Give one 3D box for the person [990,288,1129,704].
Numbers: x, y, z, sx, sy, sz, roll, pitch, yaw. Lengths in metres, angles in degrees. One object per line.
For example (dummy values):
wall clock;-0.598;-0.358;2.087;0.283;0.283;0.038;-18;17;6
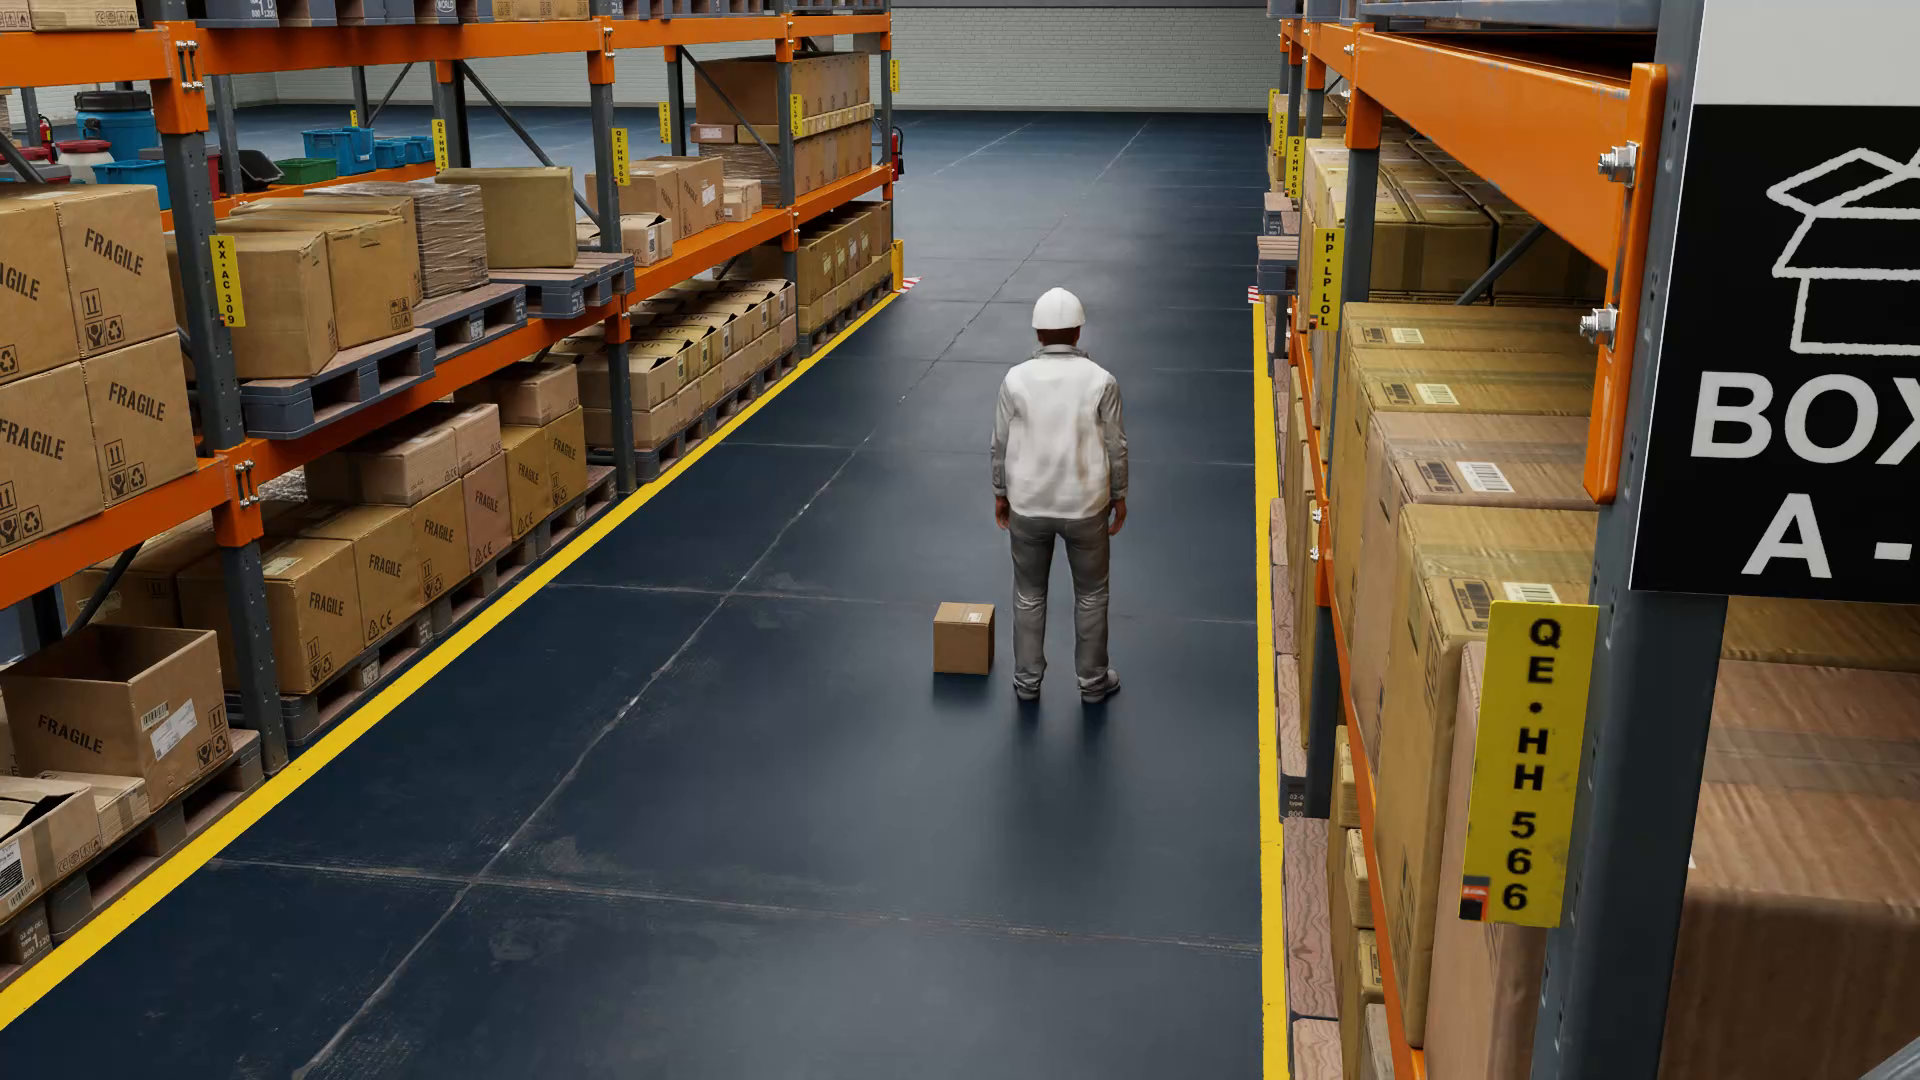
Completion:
person;0.419;-0.171;7.044;0.581;1.771;0.461;3;18;8
